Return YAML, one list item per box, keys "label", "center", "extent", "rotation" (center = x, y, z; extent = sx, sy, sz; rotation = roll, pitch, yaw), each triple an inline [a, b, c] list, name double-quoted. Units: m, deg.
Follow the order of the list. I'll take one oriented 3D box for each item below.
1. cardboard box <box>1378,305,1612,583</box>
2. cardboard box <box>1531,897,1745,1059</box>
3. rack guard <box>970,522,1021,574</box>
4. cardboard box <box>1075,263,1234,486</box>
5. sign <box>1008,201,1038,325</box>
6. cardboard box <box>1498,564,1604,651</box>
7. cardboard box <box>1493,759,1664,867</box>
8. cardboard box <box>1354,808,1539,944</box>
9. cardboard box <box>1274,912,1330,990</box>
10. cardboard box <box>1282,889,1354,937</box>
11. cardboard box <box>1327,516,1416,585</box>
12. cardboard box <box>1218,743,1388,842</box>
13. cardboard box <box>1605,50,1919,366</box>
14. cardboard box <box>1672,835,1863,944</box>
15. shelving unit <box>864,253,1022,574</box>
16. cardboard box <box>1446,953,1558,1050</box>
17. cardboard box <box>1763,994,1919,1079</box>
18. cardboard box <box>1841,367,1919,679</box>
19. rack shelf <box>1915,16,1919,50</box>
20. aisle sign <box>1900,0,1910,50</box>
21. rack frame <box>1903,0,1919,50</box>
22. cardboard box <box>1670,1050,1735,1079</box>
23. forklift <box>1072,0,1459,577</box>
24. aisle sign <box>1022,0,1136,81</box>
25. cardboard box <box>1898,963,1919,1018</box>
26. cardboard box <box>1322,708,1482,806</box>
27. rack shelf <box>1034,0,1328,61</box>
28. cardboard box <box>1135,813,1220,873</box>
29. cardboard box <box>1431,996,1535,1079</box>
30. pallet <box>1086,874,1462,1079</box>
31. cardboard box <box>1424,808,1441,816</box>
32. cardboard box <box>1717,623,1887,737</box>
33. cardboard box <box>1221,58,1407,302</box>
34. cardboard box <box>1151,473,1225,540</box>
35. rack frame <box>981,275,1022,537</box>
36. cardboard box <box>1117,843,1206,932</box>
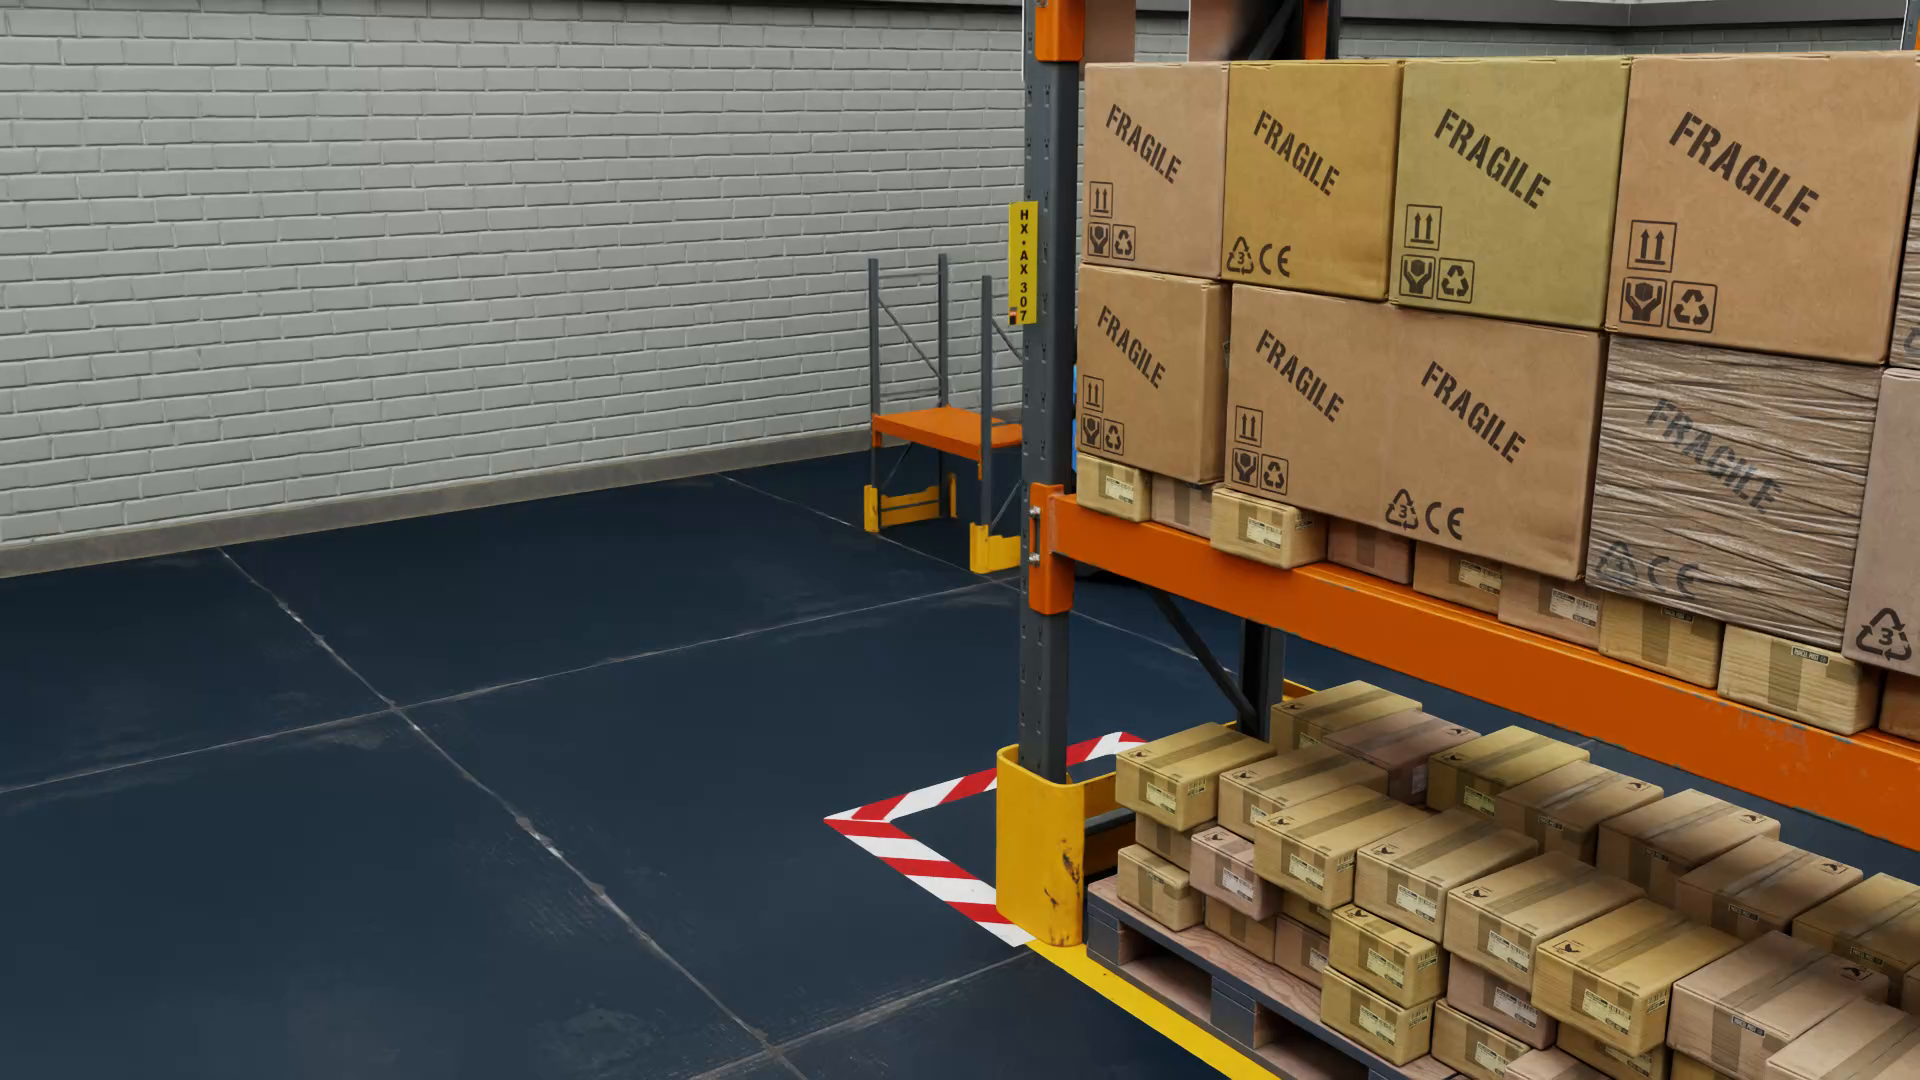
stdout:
- label: "cardboard box"
  center: [1.265, -0.246, 3.540]
  extent: [0.500, 0.500, 0.500]
  rotation: [-11, 19, -34]
- label: "cardboard box"
  center: [1.434, 0.918, 3.517]
  extent: [0.380, 0.149, 0.250]
  rotation: [-11, 19, -34]
- label: "rack guard"
  center: [0.305, -0.002, 8.609]
  extent: [0.587, 0.250, 0.087]
  rotation: [-11, 19, -34]
- label: "cardboard box"
  center: [0.651, -0.463, 4.332]
  extent: [0.500, 0.500, 0.500]
  rotation: [-10, 18, -32]
- label: "sign"
  center: [0.172, -0.743, 4.470]
  extent: [0.100, 0.325, 0.005]
  rotation: [-11, 19, -35]
- label: "cardboard box"
  center: [1.359, 0.098, 3.512]
  extent: [0.380, 0.149, 0.250]
  rotation: [-11, 19, -36]
- label: "cardboard box"
  center: [1.585, 0.713, 4.268]
  extent: [0.380, 0.149, 0.250]
  rotation: [-12, 19, -37]
- label: "cardboard box"
  center: [1.161, 0.794, 3.970]
  extent: [0.380, 0.149, 0.250]
  rotation: [-12, 19, -37]
- label: "cardboard box"
  center: [1.032, 1.019, 4.275]
  extent: [0.380, 0.149, 0.250]
  rotation: [-11, 19, -34]
- label: "cardboard box"
  center: [1.042, 0.877, 4.233]
  extent: [0.380, 0.149, 0.250]
  rotation: [-11, 19, -34]
- label: "cardboard box"
  center: [1.098, -0.021, 3.946]
  extent: [0.380, 0.149, 0.250]
  rotation: [-10, 18, -32]
- label: "cardboard box"
  center: [0.904, 0.680, 4.386]
  extent: [0.380, 0.149, 0.250]
  rotation: [-10, 18, -34]
- label: "cardboard box"
  center: [1.552, -0.617, 3.003]
  extent: [0.500, 0.500, 0.500]
  rotation: [-12, 19, -36]
- label: "cardboard box"
  center: [1.853, 0.835, 3.822]
  extent: [0.380, 0.149, 0.250]
  rotation: [-12, 19, -36]
- label: "shelving unit"
  center: [0.013, -0.711, 8.833]
  extent: [0.587, 1.500, 1.083]
  rotation: [-11, 19, -34]
- label: "cardboard box"
  center: [1.338, 0.990, 3.818]
  extent: [0.380, 0.149, 0.250]
  rotation: [-12, 19, -37]
- label: "cardboard box"
  center: [1.717, 1.027, 3.119]
  extent: [0.380, 0.149, 0.250]
  rotation: [-12, 19, -36]
- label: "cardboard box"
  center: [1.854, -0.024, 2.730]
  extent: [0.500, 0.500, 0.500]
  rotation: [-11, 19, -35]
- label: "rack shelf"
  center: [5.732, -1.873, 5.917]
  extent: [1.077, 0.370, 4.000]
  rotation: [-11, 19, -35]
- label: "aisle sign"
  center: [4.279, -2.424, 7.326]
  extent: [0.394, 0.787, 0.004]
  rotation: [-11, 19, -35]
- label: "rack frame"
  center: [4.556, -1.200, 7.778]
  extent: [1.000, 3.000, 0.127]
  rotation: [-11, 19, -35]
- label: "cardboard box"
  center: [1.682, 1.101, 3.413]
  extent: [0.380, 0.149, 0.250]
  rotation: [-10, 18, -32]
- label: "forklift"
  center: [1.989, -1.194, 7.888]
  extent: [3.031, 2.935, 1.130]
  rotation: [7, 17, 23]
- label: "aisle sign"
  center: [0.325, -1.633, 4.436]
  extent: [0.394, 0.787, 0.004]
  rotation: [-11, 19, -35]
- label: "cardboard box"
  center: [2.143, 0.945, 3.419]
  extent: [0.380, 0.149, 0.250]
  rotation: [-12, 19, -37]
- label: "cardboard box"
  center: [1.229, 0.612, 4.636]
  extent: [0.380, 0.149, 0.250]
  rotation: [-10, 18, -33]
- label: "rack shelf"
  center: [1.787, -1.083, 3.030]
  extent: [1.077, 0.370, 4.000]
  rotation: [-11, 19, -35]
- label: "cardboard box"
  center: [0.711, 0.771, 4.619]
  extent: [0.380, 0.149, 0.250]
  rotation: [-10, 18, -32]
- label: "cardboard box"
  center: [1.320, 1.131, 3.868]
  extent: [0.380, 0.149, 0.250]
  rotation: [-11, 19, -34]
- label: "pallet"
  center: [1.105, 1.130, 4.547]
  extent: [1.003, 0.211, 1.213]
  rotation: [-11, 19, -35]
- label: "cardboard box"
  center: [1.459, 0.798, 4.519]
  extent: [0.380, 0.149, 0.250]
  rotation: [-12, 19, -37]
- label: "cardboard box"
  center: [1.628, 0.218, 3.073]
  extent: [0.380, 0.149, 0.250]
  rotation: [-10, 18, -33]
- label: "cardboard box"
  center: [0.962, -0.840, 3.817]
  extent: [0.500, 0.500, 0.500]
  rotation: [-10, 18, -33]
- label: "cardboard box"
  center: [0.719, -0.121, 4.311]
  extent: [0.380, 0.149, 0.250]
  rotation: [-10, 18, -33]
- label: "rack frame"
  center: [0.316, -0.600, 8.429]
  extent: [0.500, 1.500, 0.032]
  rotation: [-11, 19, -34]
- label: "cardboard box"
  center: [0.660, 0.924, 4.622]
  extent: [0.380, 0.149, 0.250]
  rotation: [-10, 18, -33]
